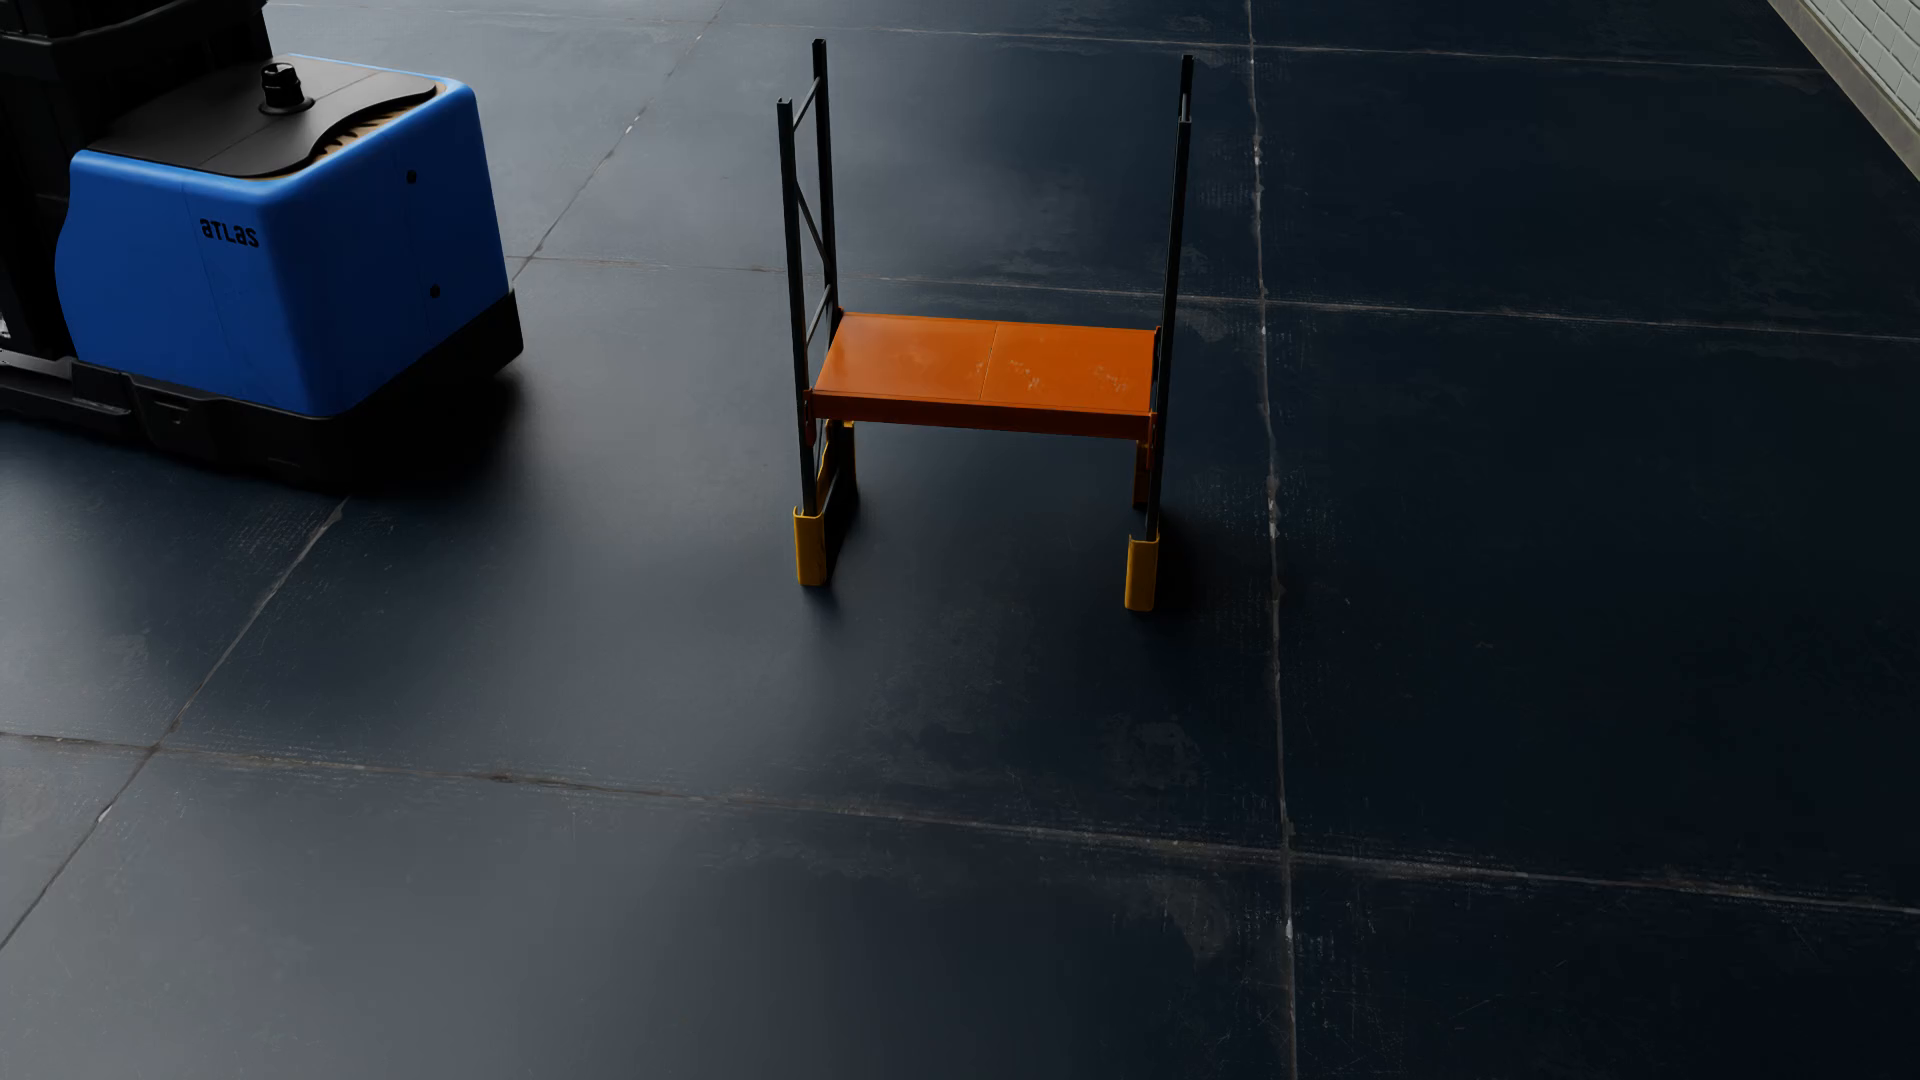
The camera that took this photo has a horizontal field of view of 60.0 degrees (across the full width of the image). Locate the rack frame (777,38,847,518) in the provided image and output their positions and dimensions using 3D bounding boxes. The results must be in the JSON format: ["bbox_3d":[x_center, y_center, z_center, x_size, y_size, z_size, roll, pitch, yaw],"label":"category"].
[{"bbox_3d":[-0.420,-0.642,4.858,0.032,1.500,0.500,4,36,6],"label":"rack frame"}]

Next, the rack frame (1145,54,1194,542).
[{"bbox_3d":[0.589,-0.567,4.753,0.032,1.500,0.500,4,36,6],"label":"rack frame"}]

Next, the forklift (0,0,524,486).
[{"bbox_3d":[-3.172,-1.914,5.408,3.031,2.935,1.130,13,38,18],"label":"forklift"}]

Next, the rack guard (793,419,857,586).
[{"bbox_3d":[-0.418,-0.133,5.221,0.087,0.250,0.587,4,36,6],"label":"rack guard"}]

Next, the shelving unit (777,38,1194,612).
[{"bbox_3d":[0.076,-0.605,4.806,1.083,1.500,0.587,4,36,6],"label":"shelving unit"}]

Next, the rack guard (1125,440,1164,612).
[{"bbox_3d":[0.570,-0.059,5.118,0.087,0.250,0.587,4,36,6],"label":"rack guard"}]

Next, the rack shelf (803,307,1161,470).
[{"bbox_3d":[0.085,-0.458,4.910,1.000,0.185,0.538,4,36,6],"label":"rack shelf"}]
